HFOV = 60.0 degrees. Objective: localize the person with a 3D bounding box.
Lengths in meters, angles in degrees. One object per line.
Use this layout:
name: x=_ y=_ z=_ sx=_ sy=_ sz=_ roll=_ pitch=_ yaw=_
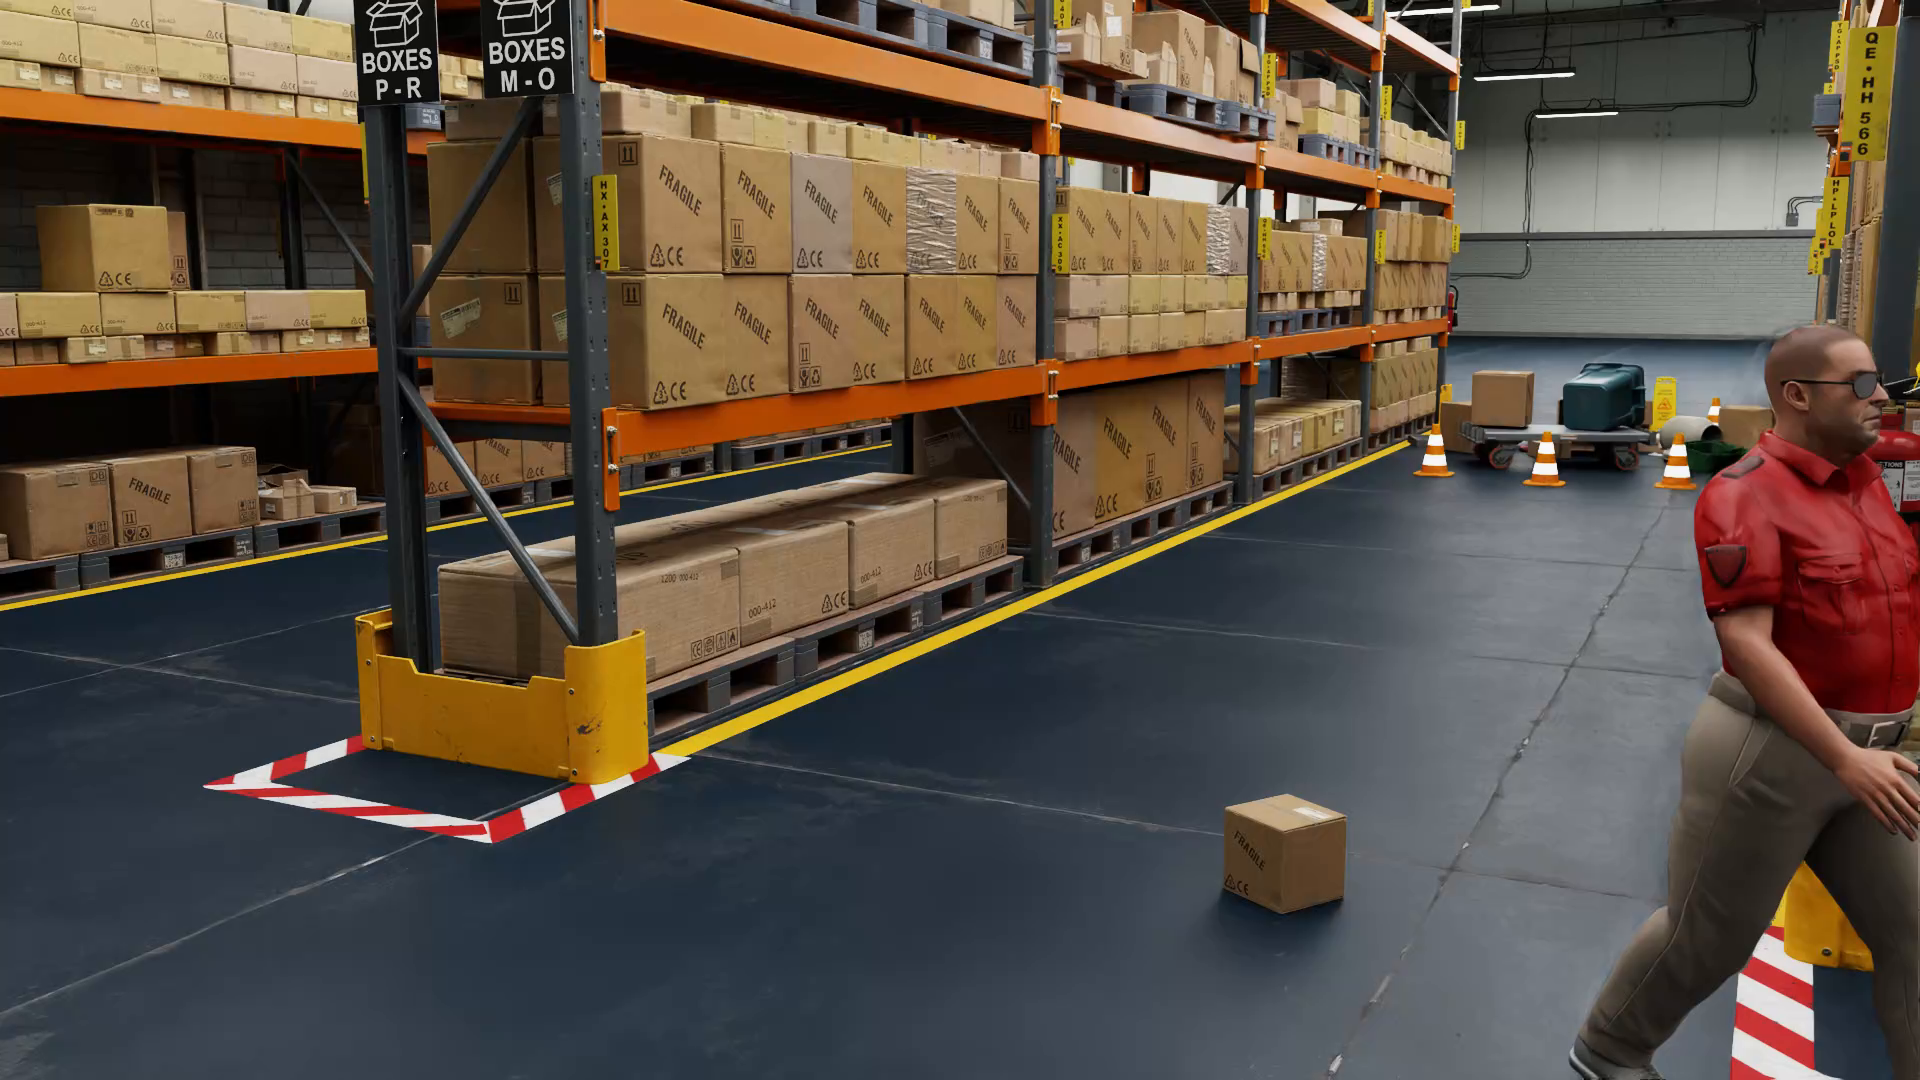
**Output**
person: x=1.687 y=0.432 z=3.170 sx=0.555 sy=1.661 sz=1.013 roll=-4 pitch=10 yaw=-26
